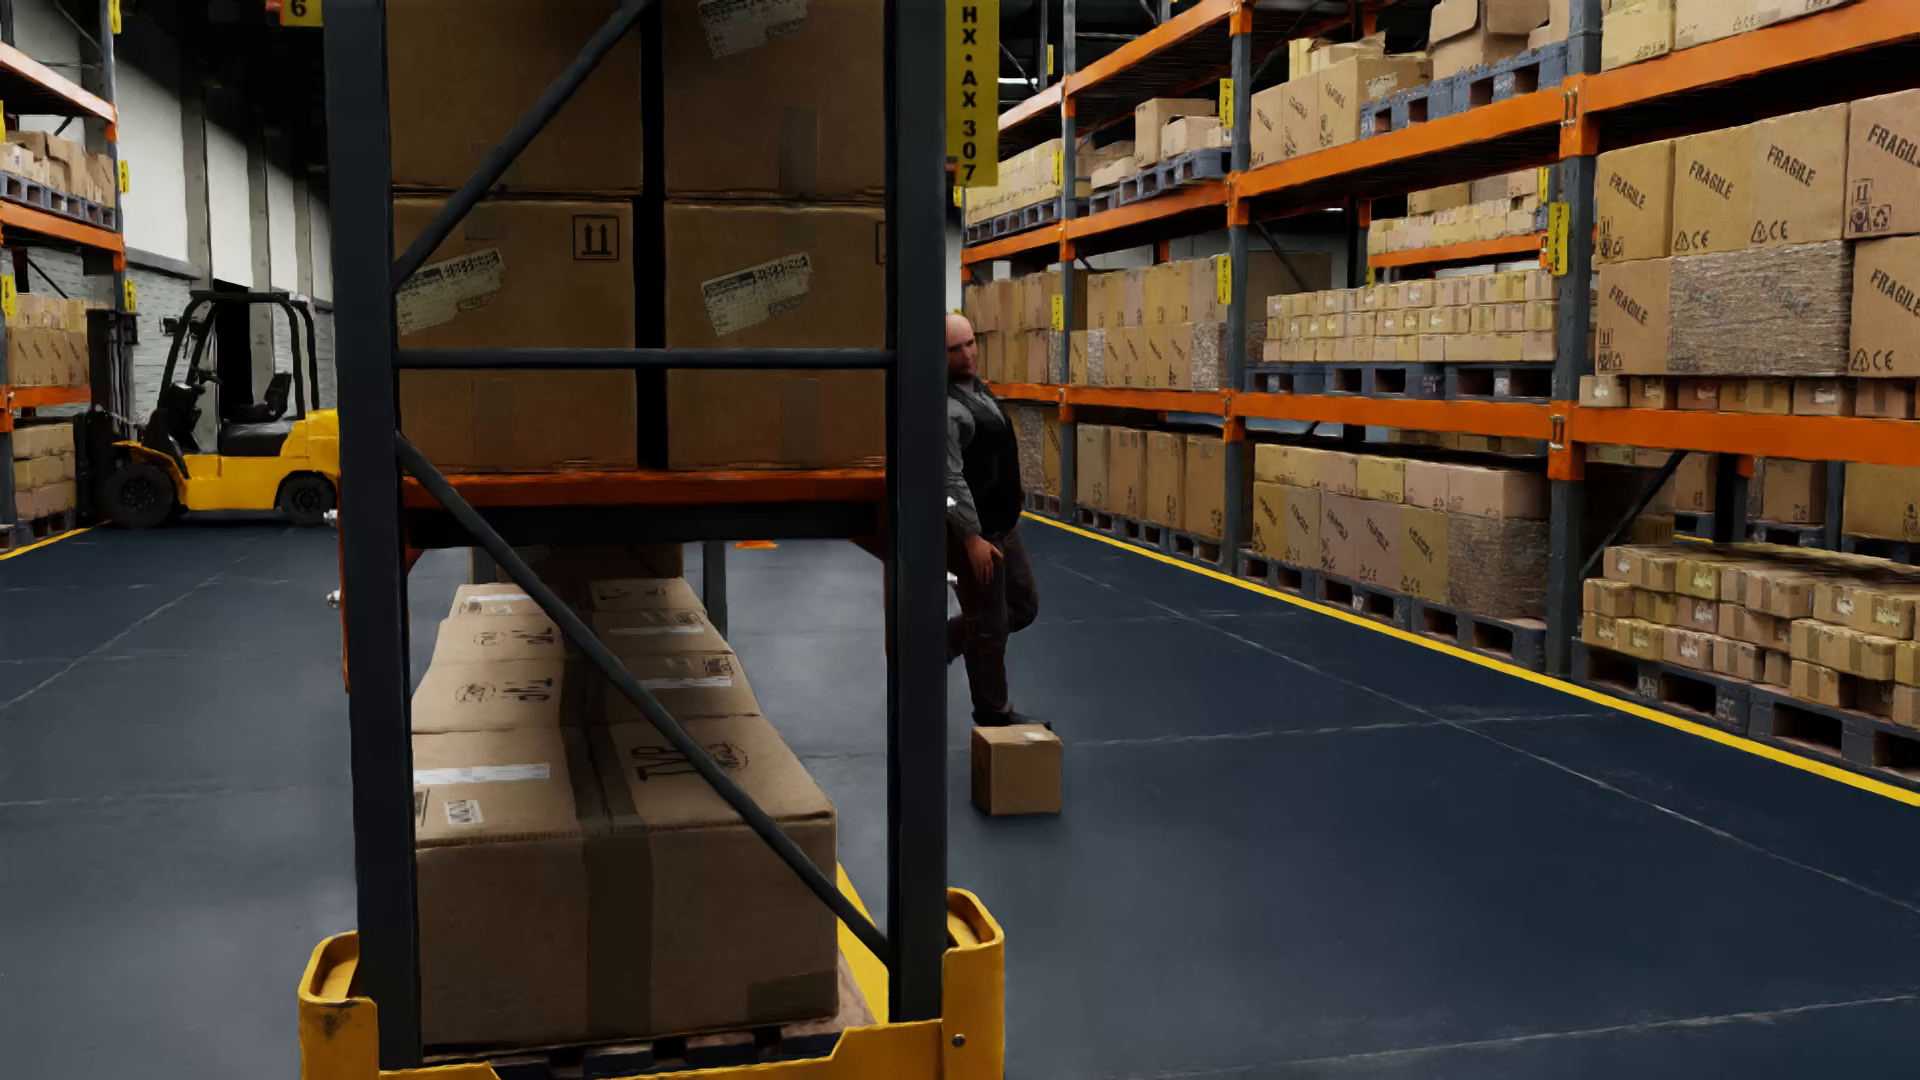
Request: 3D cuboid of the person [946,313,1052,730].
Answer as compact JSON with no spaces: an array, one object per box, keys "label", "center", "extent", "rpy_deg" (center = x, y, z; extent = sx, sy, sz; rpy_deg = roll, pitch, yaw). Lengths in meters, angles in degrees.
[{"label":"person","center":[0.051,-0.030,6.476],"extent":[0.600,1.688,0.645],"rpy_deg":[1,6,10]}]
